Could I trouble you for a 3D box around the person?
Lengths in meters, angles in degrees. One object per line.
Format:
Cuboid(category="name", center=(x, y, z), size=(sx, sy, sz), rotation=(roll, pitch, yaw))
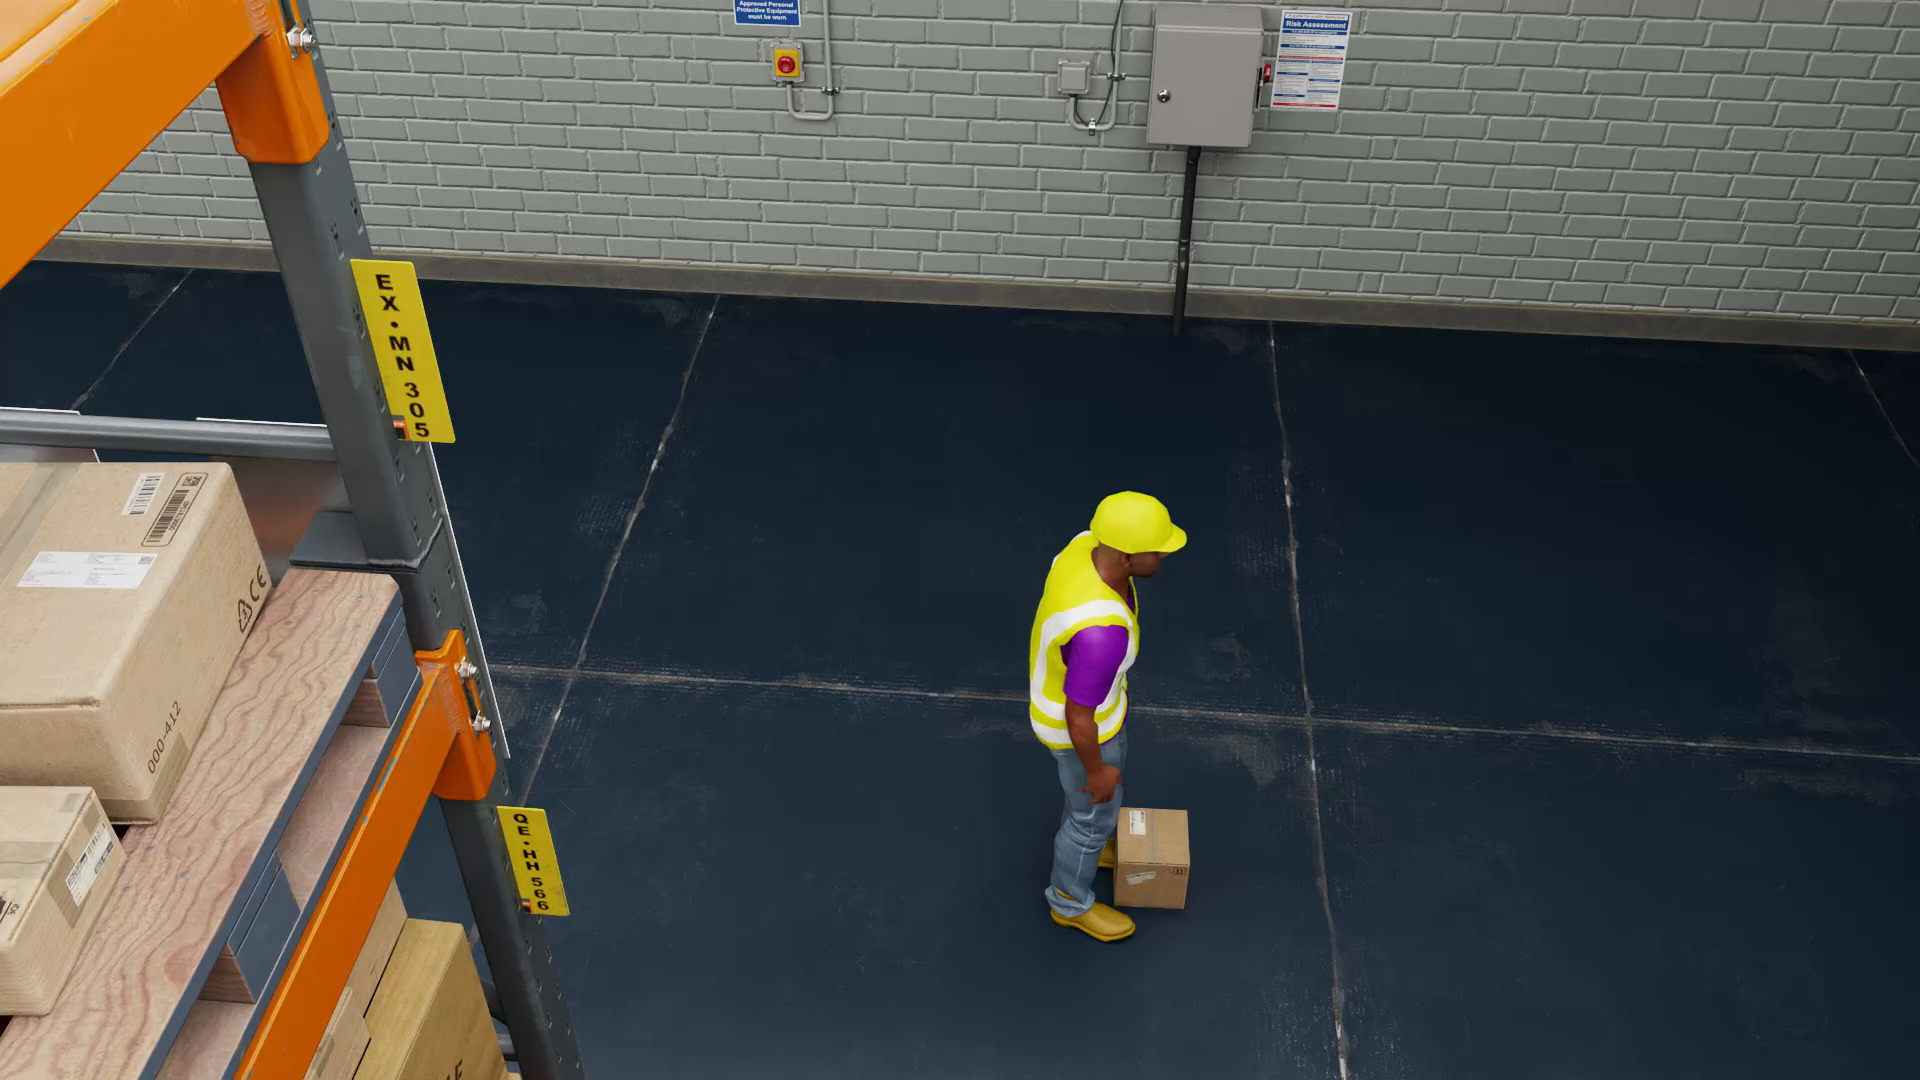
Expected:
Cuboid(category="person", center=(0.452, 0.558, 5.472), size=(0.458, 1.761, 0.628), rotation=(3, 40, 4))
